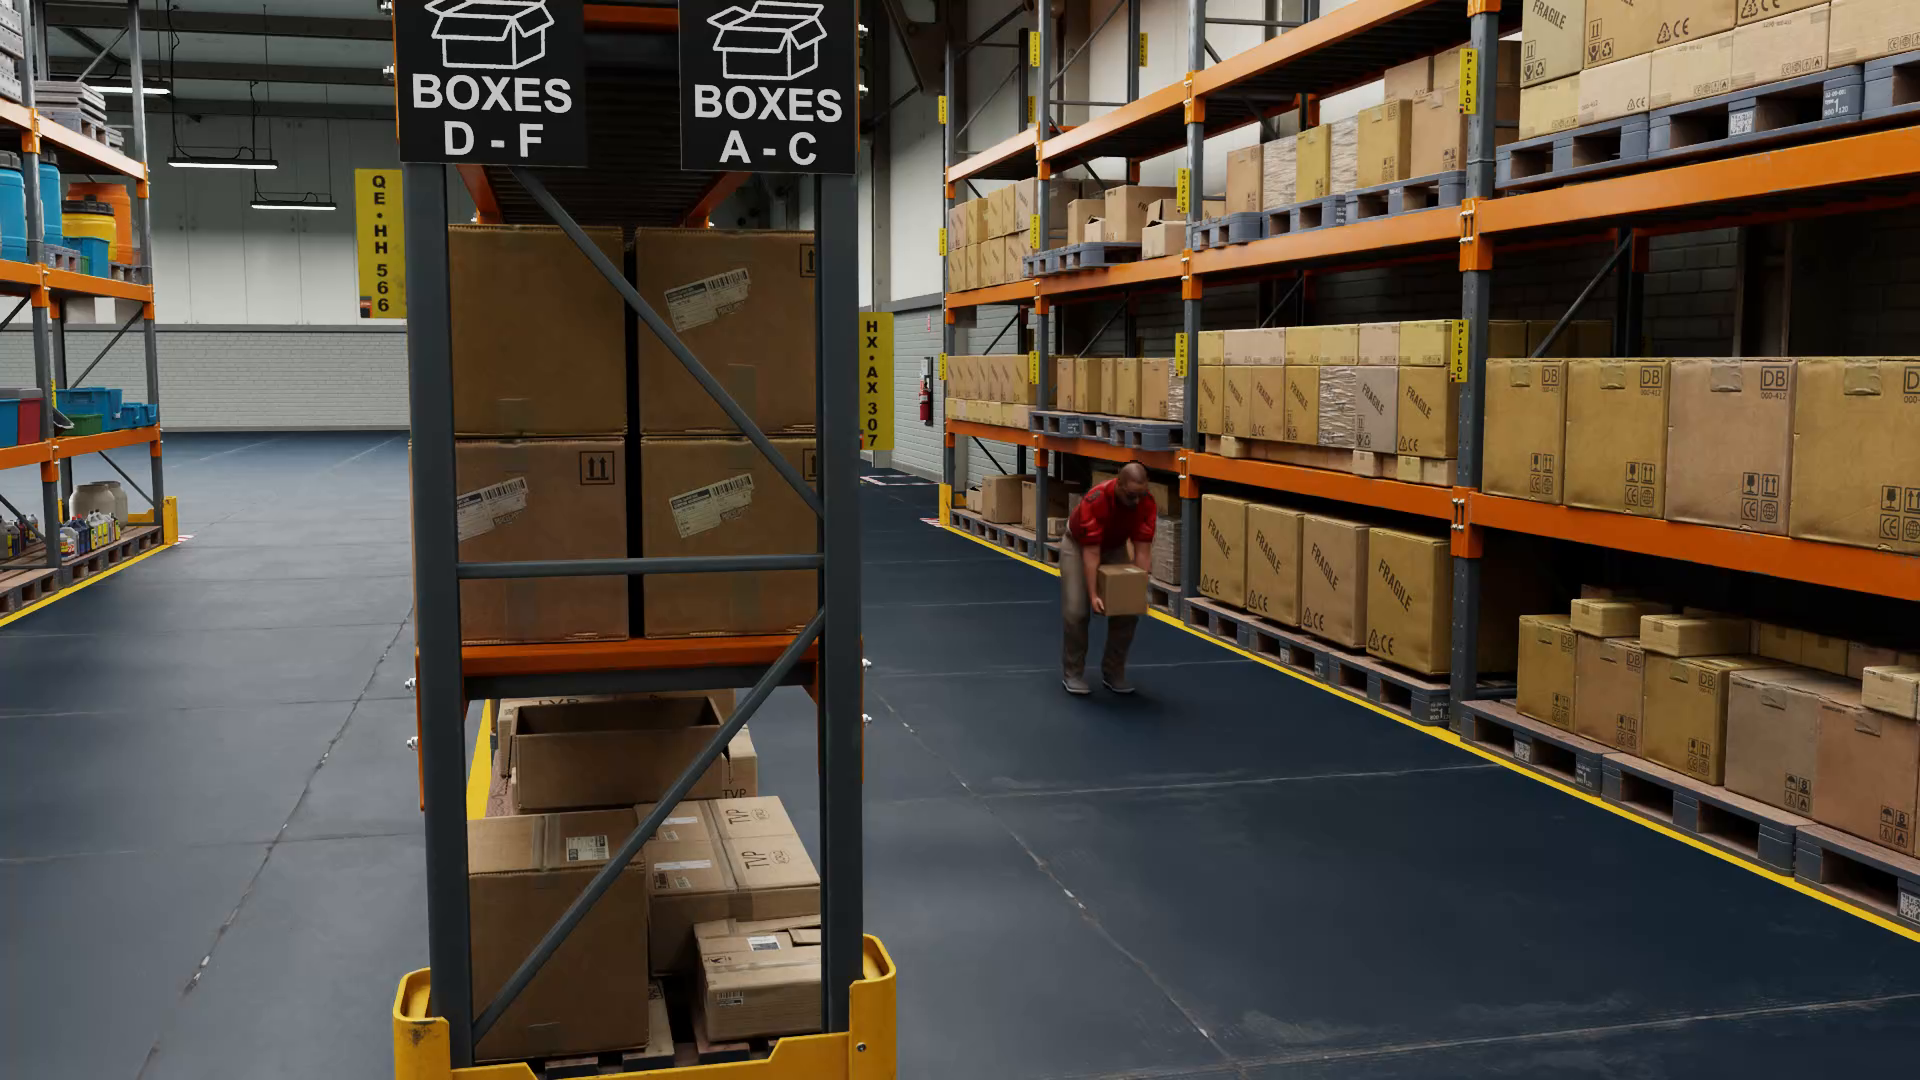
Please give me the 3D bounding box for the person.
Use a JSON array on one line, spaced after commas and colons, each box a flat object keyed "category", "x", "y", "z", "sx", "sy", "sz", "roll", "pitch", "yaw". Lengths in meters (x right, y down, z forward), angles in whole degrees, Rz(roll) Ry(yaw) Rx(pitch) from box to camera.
[{"category": "person", "x": 0.889, "y": 0.229, "z": 9.892, "sx": 0.490, "sy": 1.413, "sz": 0.844, "roll": -2, "pitch": 6, "yaw": -15}]
